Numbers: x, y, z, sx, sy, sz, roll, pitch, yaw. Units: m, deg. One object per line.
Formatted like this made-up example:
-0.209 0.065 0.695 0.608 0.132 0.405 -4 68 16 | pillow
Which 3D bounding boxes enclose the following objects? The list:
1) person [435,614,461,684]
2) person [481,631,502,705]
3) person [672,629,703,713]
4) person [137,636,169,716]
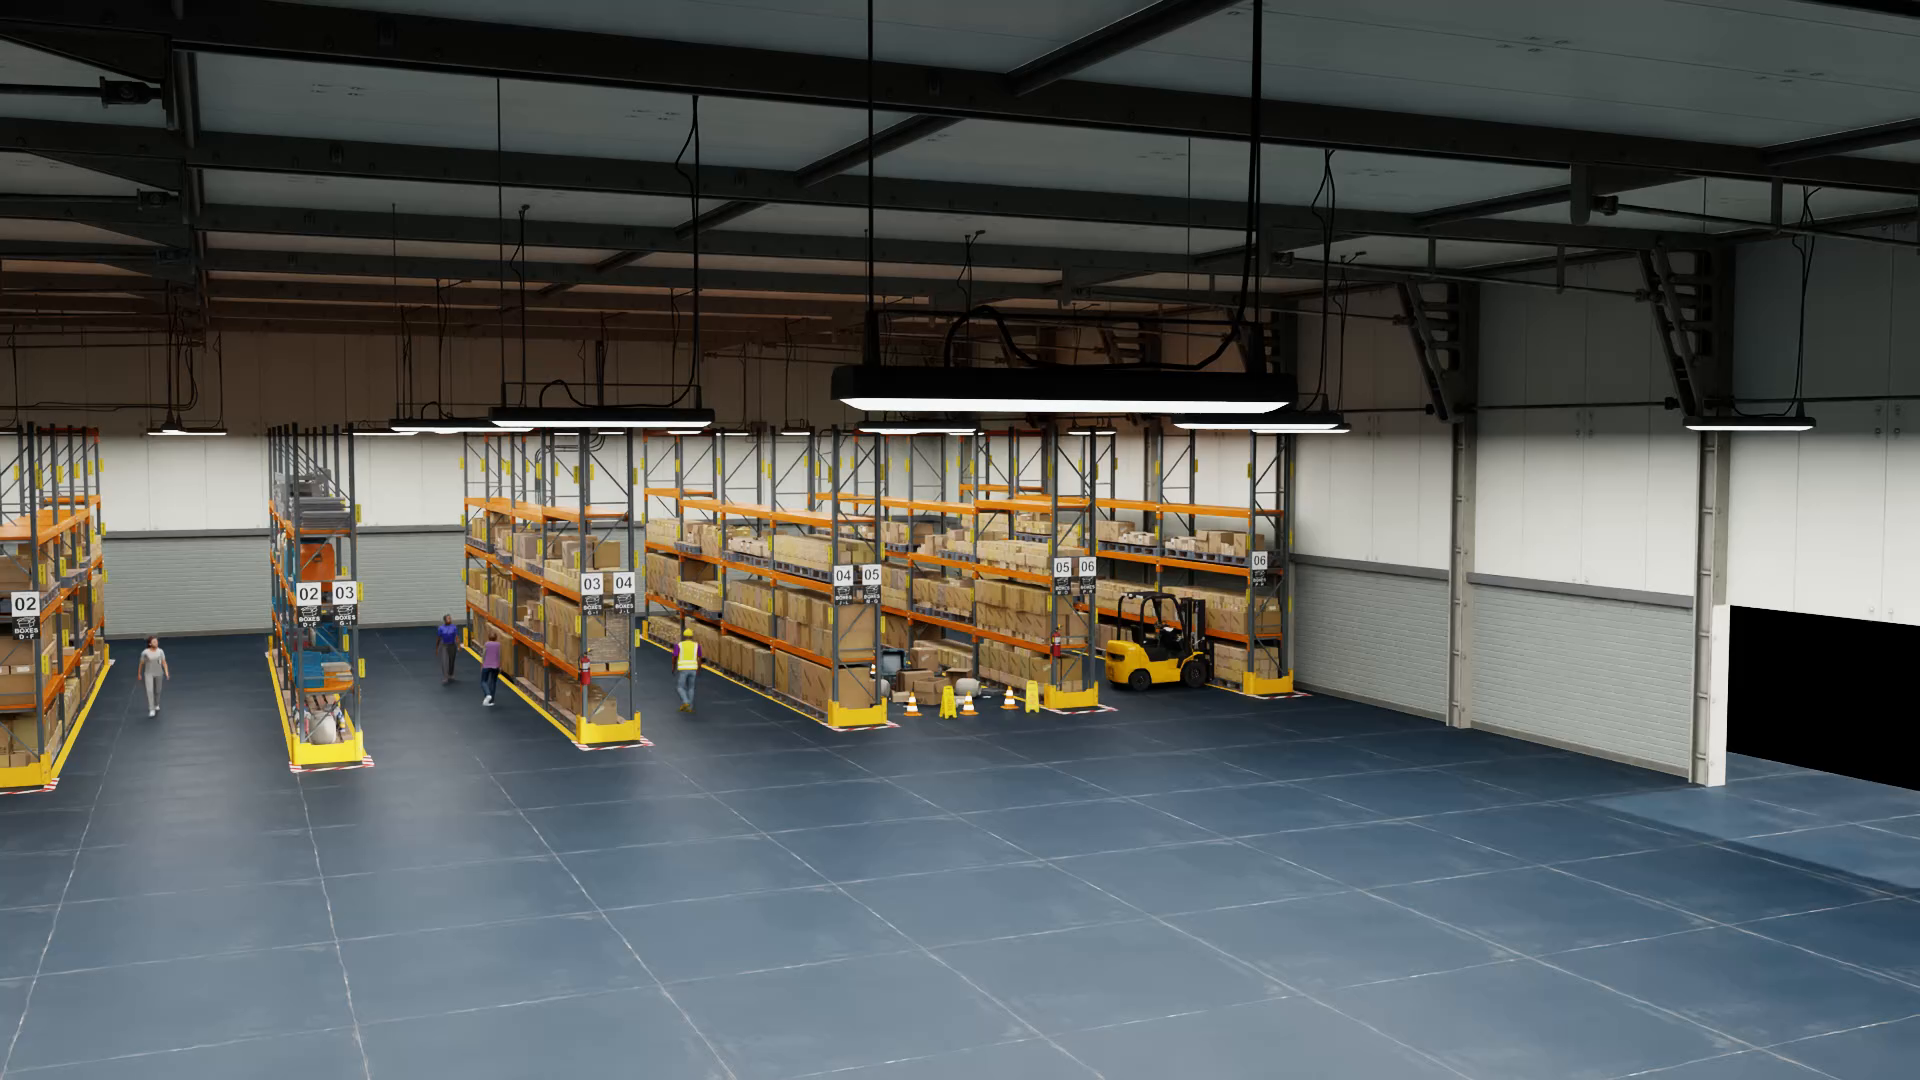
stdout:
-11.985 2.532 38.937 0.576 1.573 1.049 -1 4 -19 | person
-9.996 2.749 35.499 0.444 1.597 0.481 -1 4 -23 | person
-5.677 2.735 34.708 0.623 1.739 0.633 -2 4 -23 | person
-16.701 2.792 34.417 0.566 1.605 1.057 -2 4 -33 | person
